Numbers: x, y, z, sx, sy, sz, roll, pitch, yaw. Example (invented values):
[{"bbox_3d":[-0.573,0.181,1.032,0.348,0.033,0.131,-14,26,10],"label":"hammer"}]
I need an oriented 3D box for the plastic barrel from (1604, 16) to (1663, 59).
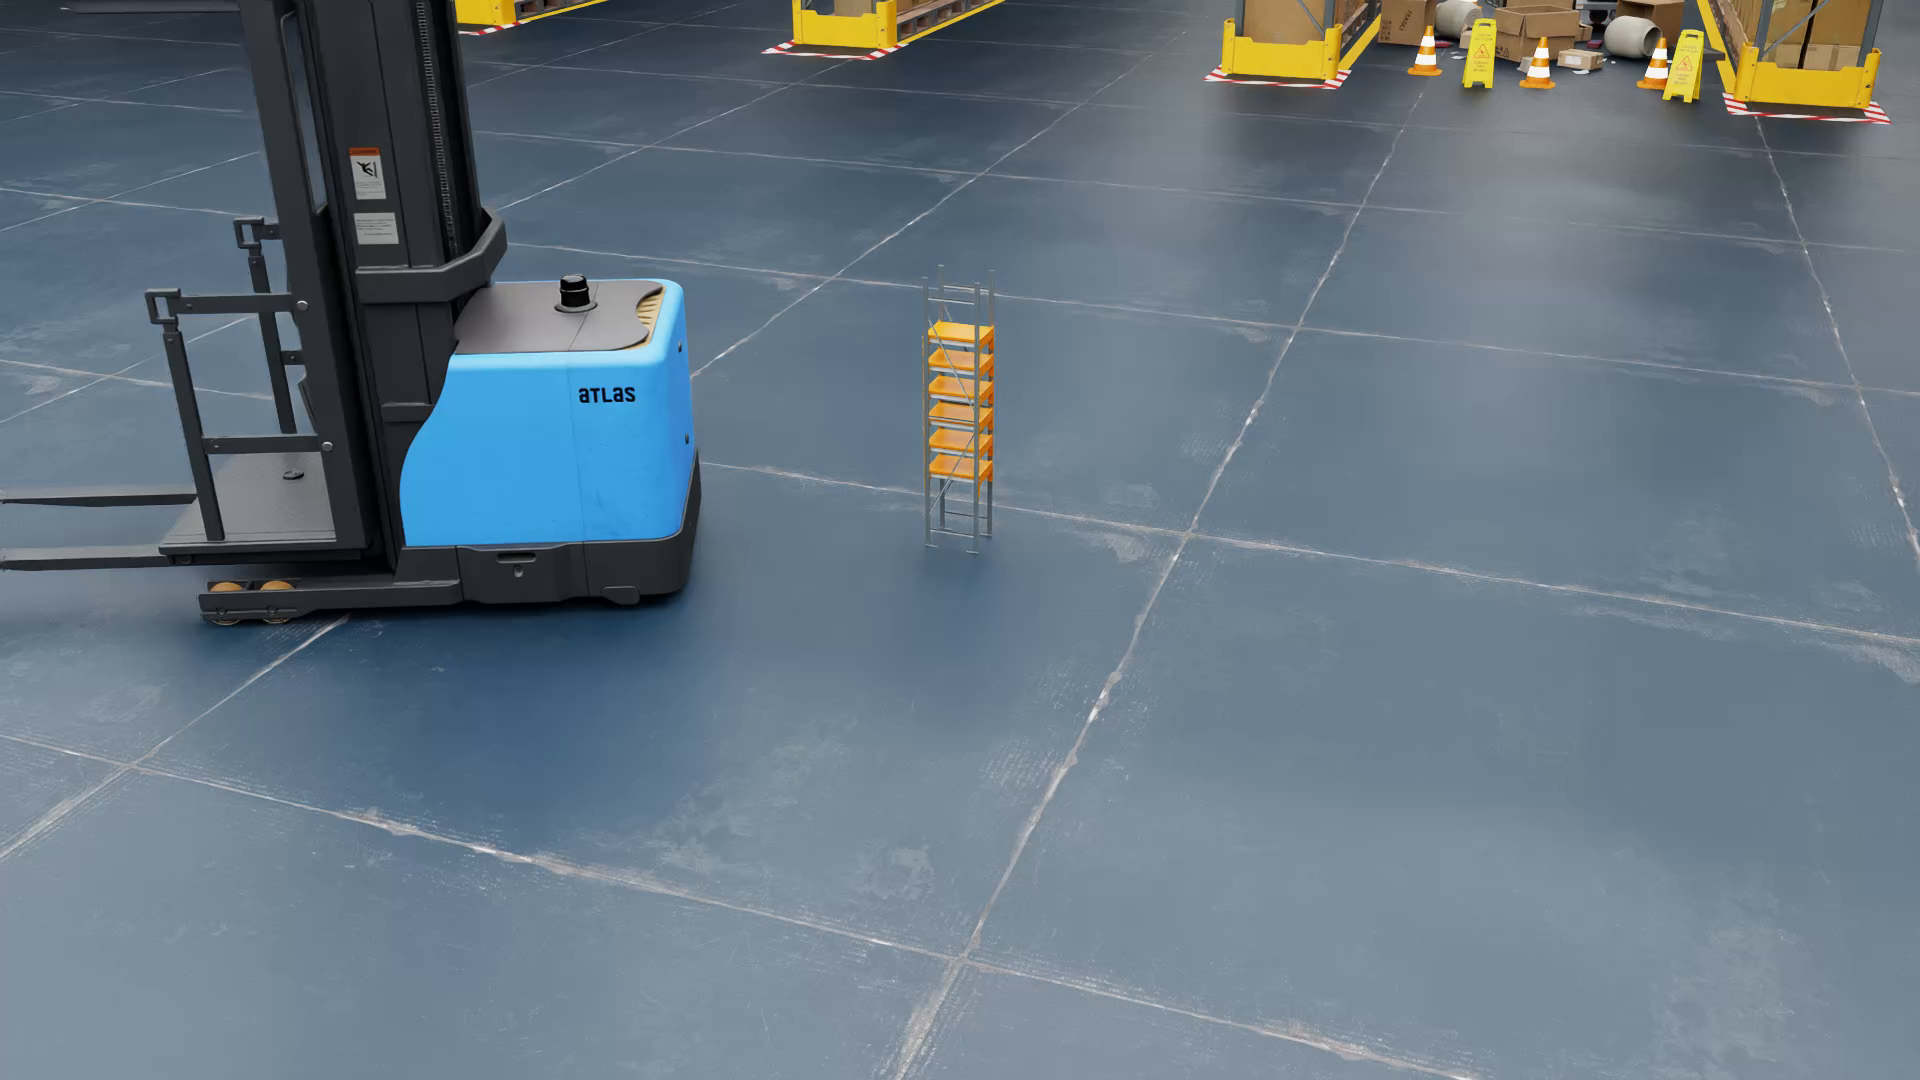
[{"bbox_3d":[7.277,-5.431,17.980,0.421,0.421,0.512,-14,29,-27],"label":"plastic barrel"}]

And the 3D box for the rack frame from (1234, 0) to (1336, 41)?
[{"bbox_3d":[3.316,-6.198,16.609,1.000,3.000,0.127,9,27,17],"label":"rack frame"}]

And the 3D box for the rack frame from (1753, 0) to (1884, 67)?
[{"bbox_3d":[8.017,-5.522,15.212,1.000,3.000,0.127,9,27,17],"label":"rack frame"}]

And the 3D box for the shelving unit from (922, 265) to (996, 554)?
[{"bbox_3d":[-0.005,-0.534,6.976,0.258,1.200,0.189,9,27,17],"label":"shelving unit"}]

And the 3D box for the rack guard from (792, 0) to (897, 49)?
[{"bbox_3d":[-1.303,-5.865,18.790,1.175,0.500,0.348,9,27,17],"label":"rack guard"}]

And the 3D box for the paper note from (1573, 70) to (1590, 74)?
[{"bbox_3d":[6.455,-4.863,17.258,0.148,0.019,0.142,0,26,-1],"label":"paper note"}]

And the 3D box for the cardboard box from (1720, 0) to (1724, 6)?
[{"bbox_3d":[9.757,-6.684,20.146,0.950,0.372,0.625,11,28,21],"label":"cardboard box"}]

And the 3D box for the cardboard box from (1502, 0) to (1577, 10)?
[{"bbox_3d":[6.518,-5.934,18.772,0.797,0.637,0.503,9,27,17],"label":"cardboard box"}]

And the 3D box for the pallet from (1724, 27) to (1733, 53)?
[{"bbox_3d":[9.158,-5.629,18.634,1.003,0.211,1.213,9,27,17],"label":"pallet"}]

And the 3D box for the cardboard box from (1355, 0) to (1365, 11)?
[{"bbox_3d":[4.372,-6.826,19.863,0.875,0.875,0.875,9,27,18],"label":"cardboard box"}]

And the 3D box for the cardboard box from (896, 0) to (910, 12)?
[{"bbox_3d":[-0.938,-6.528,19.676,0.500,0.500,0.500,17,30,31],"label":"cardboard box"}]

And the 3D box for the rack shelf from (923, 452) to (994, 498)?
[{"bbox_3d":[-0.005,-0.278,7.100,0.258,0.103,0.180,9,27,17],"label":"rack shelf"}]

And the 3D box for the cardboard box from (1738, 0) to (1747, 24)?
[{"bbox_3d":[8.383,-5.599,17.185,0.500,0.500,0.500,8,27,16],"label":"cardboard box"}]

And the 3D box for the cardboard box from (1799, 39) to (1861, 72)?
[{"bbox_3d":[8.547,-4.765,16.322,0.500,0.250,0.500,9,27,17],"label":"cardboard box"}]

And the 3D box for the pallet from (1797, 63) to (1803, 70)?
[{"bbox_3d":[8.346,-4.627,16.563,1.003,0.211,1.213,9,27,17],"label":"pallet"}]

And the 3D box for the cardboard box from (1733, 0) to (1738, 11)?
[{"bbox_3d":[8.730,-6.029,18.074,0.500,0.500,0.500,10,28,20],"label":"cardboard box"}]

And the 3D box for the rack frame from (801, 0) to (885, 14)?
[{"bbox_3d":[-1.328,-6.959,18.180,1.000,3.000,0.127,9,27,17],"label":"rack frame"}]

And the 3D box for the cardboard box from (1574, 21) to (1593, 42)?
[{"bbox_3d":[7.053,-5.911,19.154,0.258,0.266,0.396,-9,27,-18],"label":"cardboard box"}]

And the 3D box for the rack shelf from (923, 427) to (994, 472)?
[{"bbox_3d":[-0.005,-0.386,7.048,0.258,0.103,0.180,9,27,17],"label":"rack shelf"}]

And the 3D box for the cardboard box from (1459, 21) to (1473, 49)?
[{"bbox_3d":[5.812,-5.638,18.589,0.396,0.266,0.258,14,29,26],"label":"cardboard box"}]

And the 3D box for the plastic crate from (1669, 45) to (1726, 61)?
[{"bbox_3d":[8.053,-5.325,18.157,0.402,0.080,0.583,0,26,-1],"label":"plastic crate"}]

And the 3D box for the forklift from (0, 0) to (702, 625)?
[{"bbox_3d":[-2.646,-1.222,6.410,3.031,2.935,1.130,-2,26,-4],"label":"forklift"}]

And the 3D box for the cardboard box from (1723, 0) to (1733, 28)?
[{"bbox_3d":[8.897,-5.914,18.695,0.500,0.250,0.500,7,27,15],"label":"cardboard box"}]

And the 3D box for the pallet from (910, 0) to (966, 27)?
[{"bbox_3d":[-0.591,-6.563,20.564,1.003,0.211,1.213,9,27,17],"label":"pallet"}]

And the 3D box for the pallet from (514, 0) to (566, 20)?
[{"bbox_3d":[-5.742,-6.793,21.038,1.003,0.211,1.213,9,27,17],"label":"pallet"}]

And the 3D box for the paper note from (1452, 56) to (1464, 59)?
[{"bbox_3d":[5.425,-5.242,18.043,0.144,0.017,0.142,20,32,35],"label":"paper note"}]

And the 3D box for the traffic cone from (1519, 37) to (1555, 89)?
[{"bbox_3d":[5.784,-4.765,16.560,0.336,0.463,0.334,9,27,17],"label":"traffic cone"}]

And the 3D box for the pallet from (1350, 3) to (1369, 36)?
[{"bbox_3d":[4.320,-6.286,19.990,1.003,0.211,1.213,9,27,17],"label":"pallet"}]

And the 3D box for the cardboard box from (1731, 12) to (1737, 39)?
[{"bbox_3d":[8.556,-5.474,17.788,0.500,0.250,0.500,8,27,17],"label":"cardboard box"}]

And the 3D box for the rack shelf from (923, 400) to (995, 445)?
[{"bbox_3d":[-0.005,-0.494,6.996,0.258,0.103,0.180,9,27,17],"label":"rack shelf"}]

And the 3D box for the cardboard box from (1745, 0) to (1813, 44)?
[{"bbox_3d":[8.038,-5.178,16.315,0.500,0.500,0.500,9,27,18],"label":"cardboard box"}]

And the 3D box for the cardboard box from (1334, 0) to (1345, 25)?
[{"bbox_3d":[3.770,-6.081,18.323,0.875,0.875,0.875,8,27,17],"label":"cardboard box"}]

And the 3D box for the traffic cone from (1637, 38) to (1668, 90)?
[{"bbox_3d":[6.944,-4.744,16.516,0.336,0.463,0.334,9,27,17],"label":"traffic cone"}]

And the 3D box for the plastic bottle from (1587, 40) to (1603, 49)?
[{"bbox_3d":[7.150,-5.585,18.714,0.133,0.061,0.283,14,29,26],"label":"plastic bottle"}]

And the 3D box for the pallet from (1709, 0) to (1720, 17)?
[{"bbox_3d":[10.010,-6.734,20.915,1.003,0.211,1.213,9,27,17],"label":"pallet"}]

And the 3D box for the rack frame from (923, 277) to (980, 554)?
[{"bbox_3d":[-0.035,-0.496,6.899,0.240,1.200,0.006,9,27,17],"label":"rack frame"}]

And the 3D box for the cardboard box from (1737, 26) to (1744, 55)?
[{"bbox_3d":[8.212,-5.056,16.924,0.500,0.250,0.500,9,27,18],"label":"cardboard box"}]

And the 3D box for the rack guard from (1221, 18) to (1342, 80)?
[{"bbox_3d":[3.308,-5.063,17.133,1.175,0.500,0.348,9,27,17],"label":"rack guard"}]

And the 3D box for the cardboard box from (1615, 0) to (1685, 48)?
[{"bbox_3d":[7.709,-5.799,18.650,0.500,0.500,0.500,-14,29,-27],"label":"cardboard box"}]

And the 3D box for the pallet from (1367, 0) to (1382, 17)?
[{"bbox_3d":[4.833,-6.915,21.289,1.003,0.211,1.213,9,27,17],"label":"pallet"}]

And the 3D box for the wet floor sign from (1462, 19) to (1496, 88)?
[{"bbox_3d":[5.173,-4.839,16.505,0.267,0.644,0.232,4,26,8],"label":"wet floor sign"}]

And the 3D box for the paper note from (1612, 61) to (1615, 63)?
[{"bbox_3d":[6.999,-5.118,17.810,0.032,0.001,0.123,9,27,17],"label":"paper note"}]
